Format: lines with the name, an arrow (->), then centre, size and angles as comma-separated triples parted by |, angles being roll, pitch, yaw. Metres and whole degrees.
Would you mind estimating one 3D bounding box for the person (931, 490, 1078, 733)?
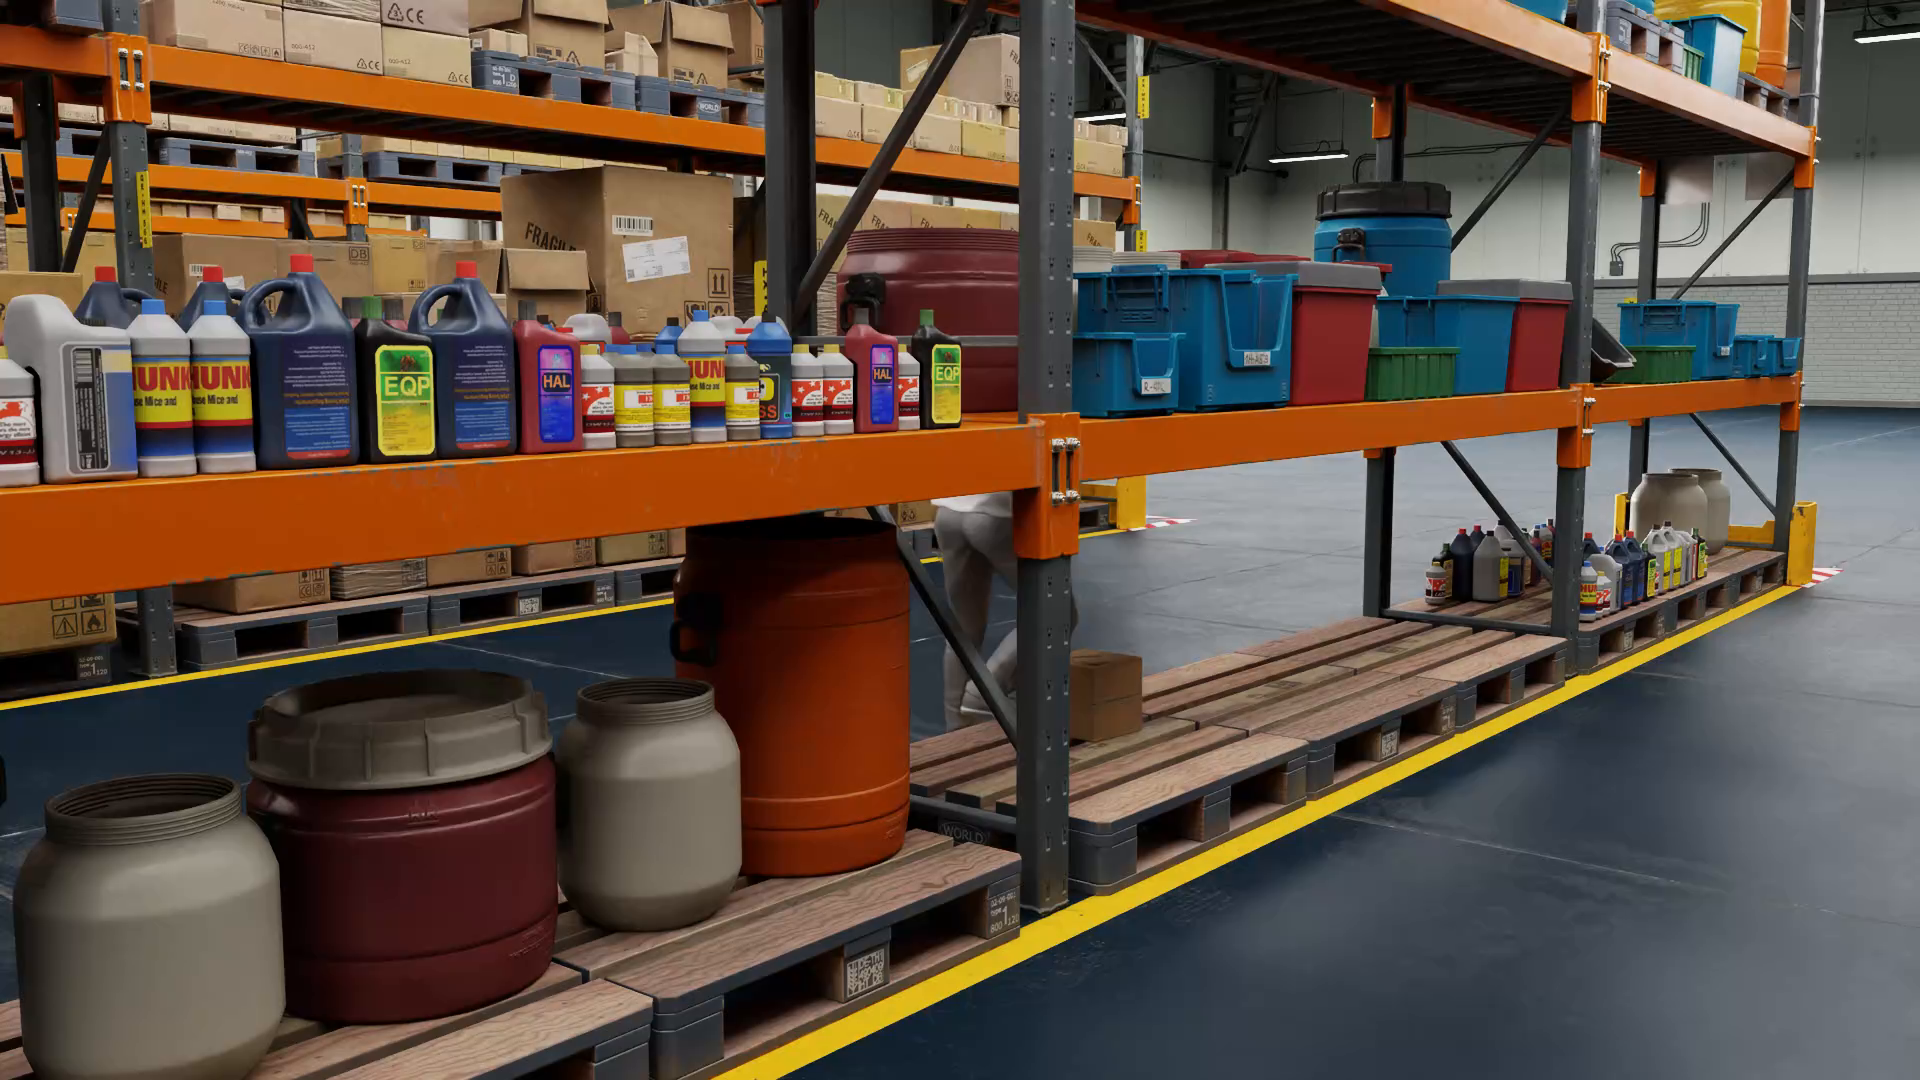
person -> 0.116, -0.050, 5.897 | 0.433, 1.675, 0.509 | -6, 9, -40
